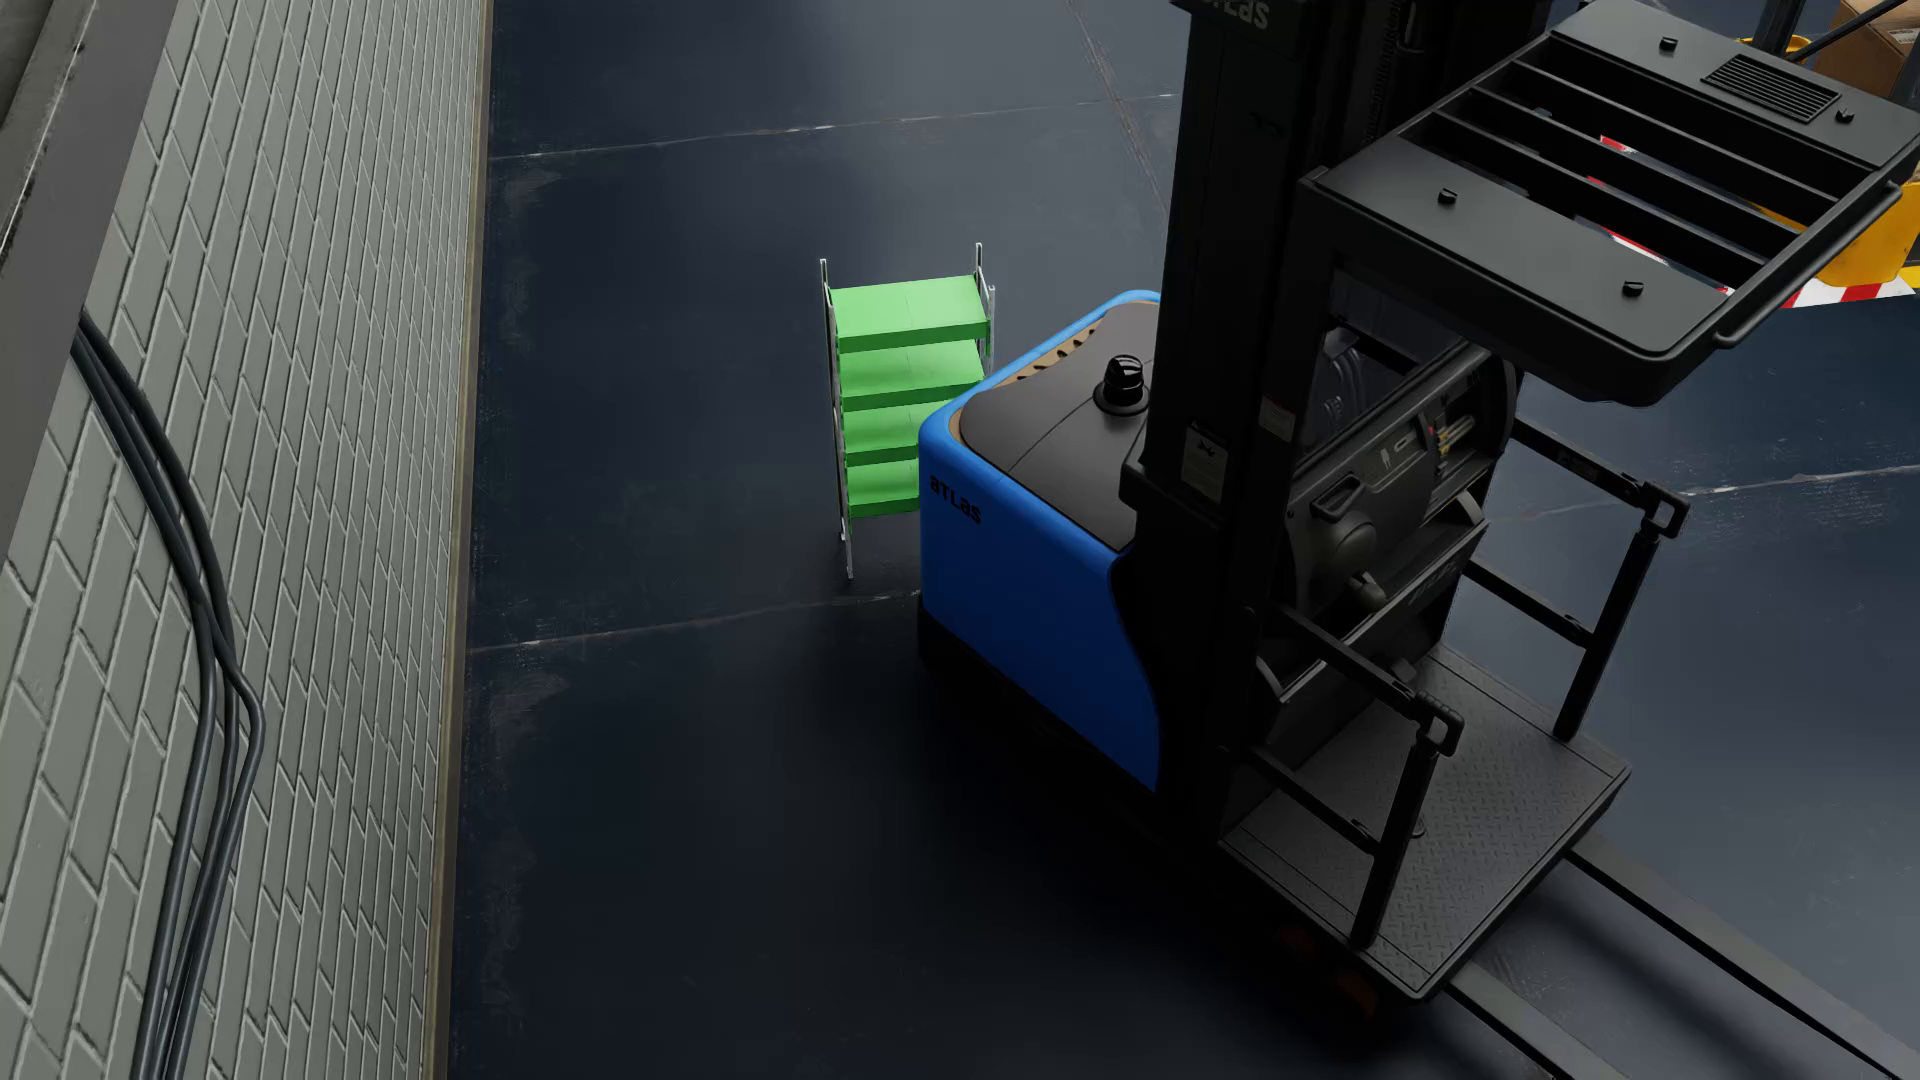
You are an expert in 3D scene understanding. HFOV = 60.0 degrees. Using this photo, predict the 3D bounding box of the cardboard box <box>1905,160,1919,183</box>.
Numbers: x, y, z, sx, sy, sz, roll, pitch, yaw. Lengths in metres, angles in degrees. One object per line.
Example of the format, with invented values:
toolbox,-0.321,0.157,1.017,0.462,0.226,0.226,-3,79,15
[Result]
cardboard box,4.109,-1.492,6.997,0.250,0.149,0.380,-7,46,-7

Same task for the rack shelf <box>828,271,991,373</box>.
rack shelf,-0.163,-0.685,5.217,0.480,0.148,0.258,-7,46,-7

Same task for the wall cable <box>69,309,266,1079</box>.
wall cable,-1.148,0.430,1.461,0.112,2.526,3.097,-7,46,-7

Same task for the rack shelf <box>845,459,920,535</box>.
rack shelf,-0.163,-0.185,5.735,0.480,0.148,0.258,-7,46,-7

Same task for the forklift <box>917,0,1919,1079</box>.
forklift,1.246,-0.086,4.016,1.130,2.935,3.031,-35,55,-29

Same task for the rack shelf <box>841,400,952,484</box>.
rack shelf,-0.163,-0.352,5.562,0.480,0.148,0.258,-7,46,-7

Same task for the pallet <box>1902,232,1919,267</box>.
pallet,4.498,-1.661,7.422,1.213,0.211,1.003,-7,46,-7

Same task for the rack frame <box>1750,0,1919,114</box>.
rack frame,3.638,-2.521,6.314,0.127,3.000,1.000,-7,46,-7

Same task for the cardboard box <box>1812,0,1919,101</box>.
cardboard box,4.132,-2.048,7.288,0.500,0.500,0.500,-7,46,-7

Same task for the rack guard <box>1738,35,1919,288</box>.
rack guard,3.713,-1.663,7.223,0.348,0.500,1.175,-7,46,-7

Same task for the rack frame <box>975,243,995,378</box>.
rack frame,0.077,-0.426,5.545,0.015,1.200,0.240,-7,46,-7

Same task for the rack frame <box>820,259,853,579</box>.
rack frame,-0.404,-0.366,5.487,0.015,1.200,0.240,-7,46,-7

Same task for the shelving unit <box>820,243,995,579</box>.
shelving unit,-0.163,-0.396,5.516,0.503,1.200,0.258,-7,46,-7

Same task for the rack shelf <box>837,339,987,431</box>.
rack shelf,-0.163,-0.518,5.389,0.480,0.148,0.258,-7,46,-7
